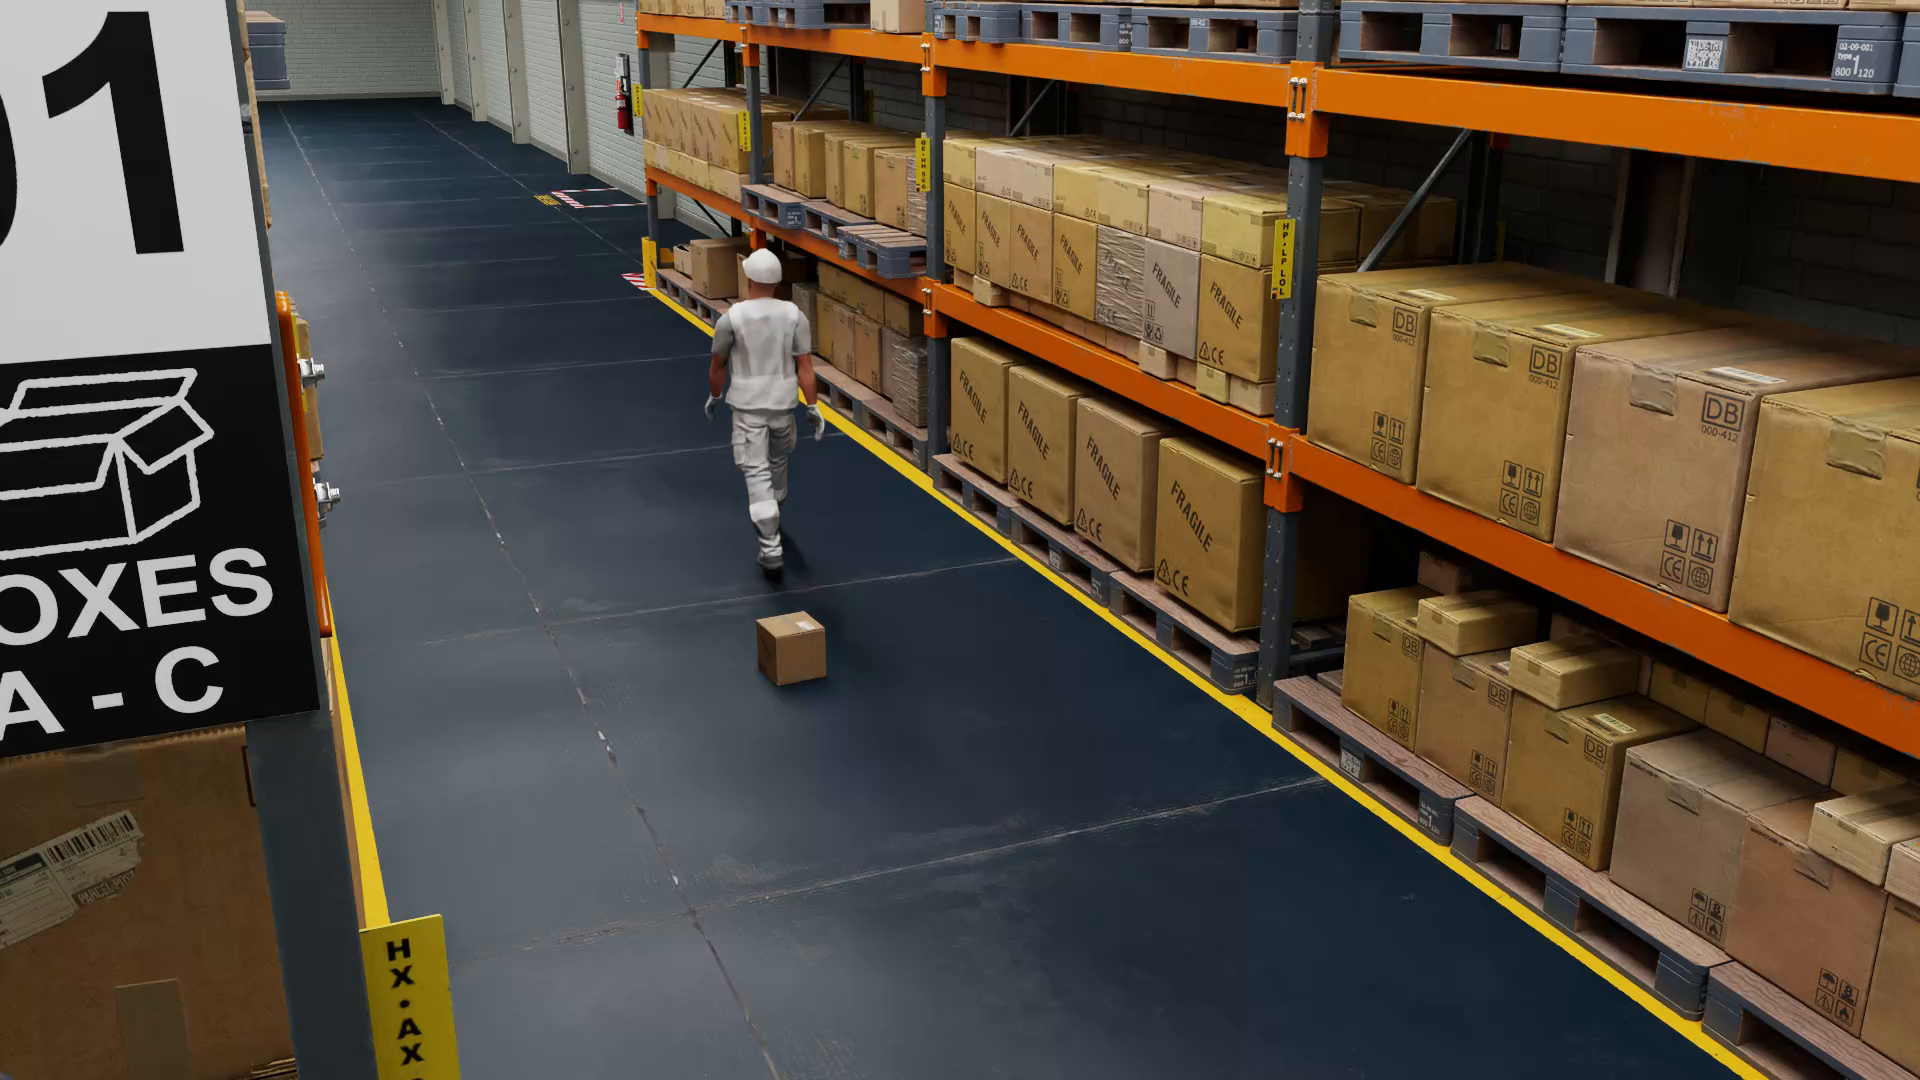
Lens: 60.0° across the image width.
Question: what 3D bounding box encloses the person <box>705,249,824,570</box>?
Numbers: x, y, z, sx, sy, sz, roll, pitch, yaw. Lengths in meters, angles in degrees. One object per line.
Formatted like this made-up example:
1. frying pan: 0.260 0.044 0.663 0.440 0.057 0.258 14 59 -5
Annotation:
1. person: -1.113 -0.778 9.322 0.583 1.730 1.088 -7 20 -20
